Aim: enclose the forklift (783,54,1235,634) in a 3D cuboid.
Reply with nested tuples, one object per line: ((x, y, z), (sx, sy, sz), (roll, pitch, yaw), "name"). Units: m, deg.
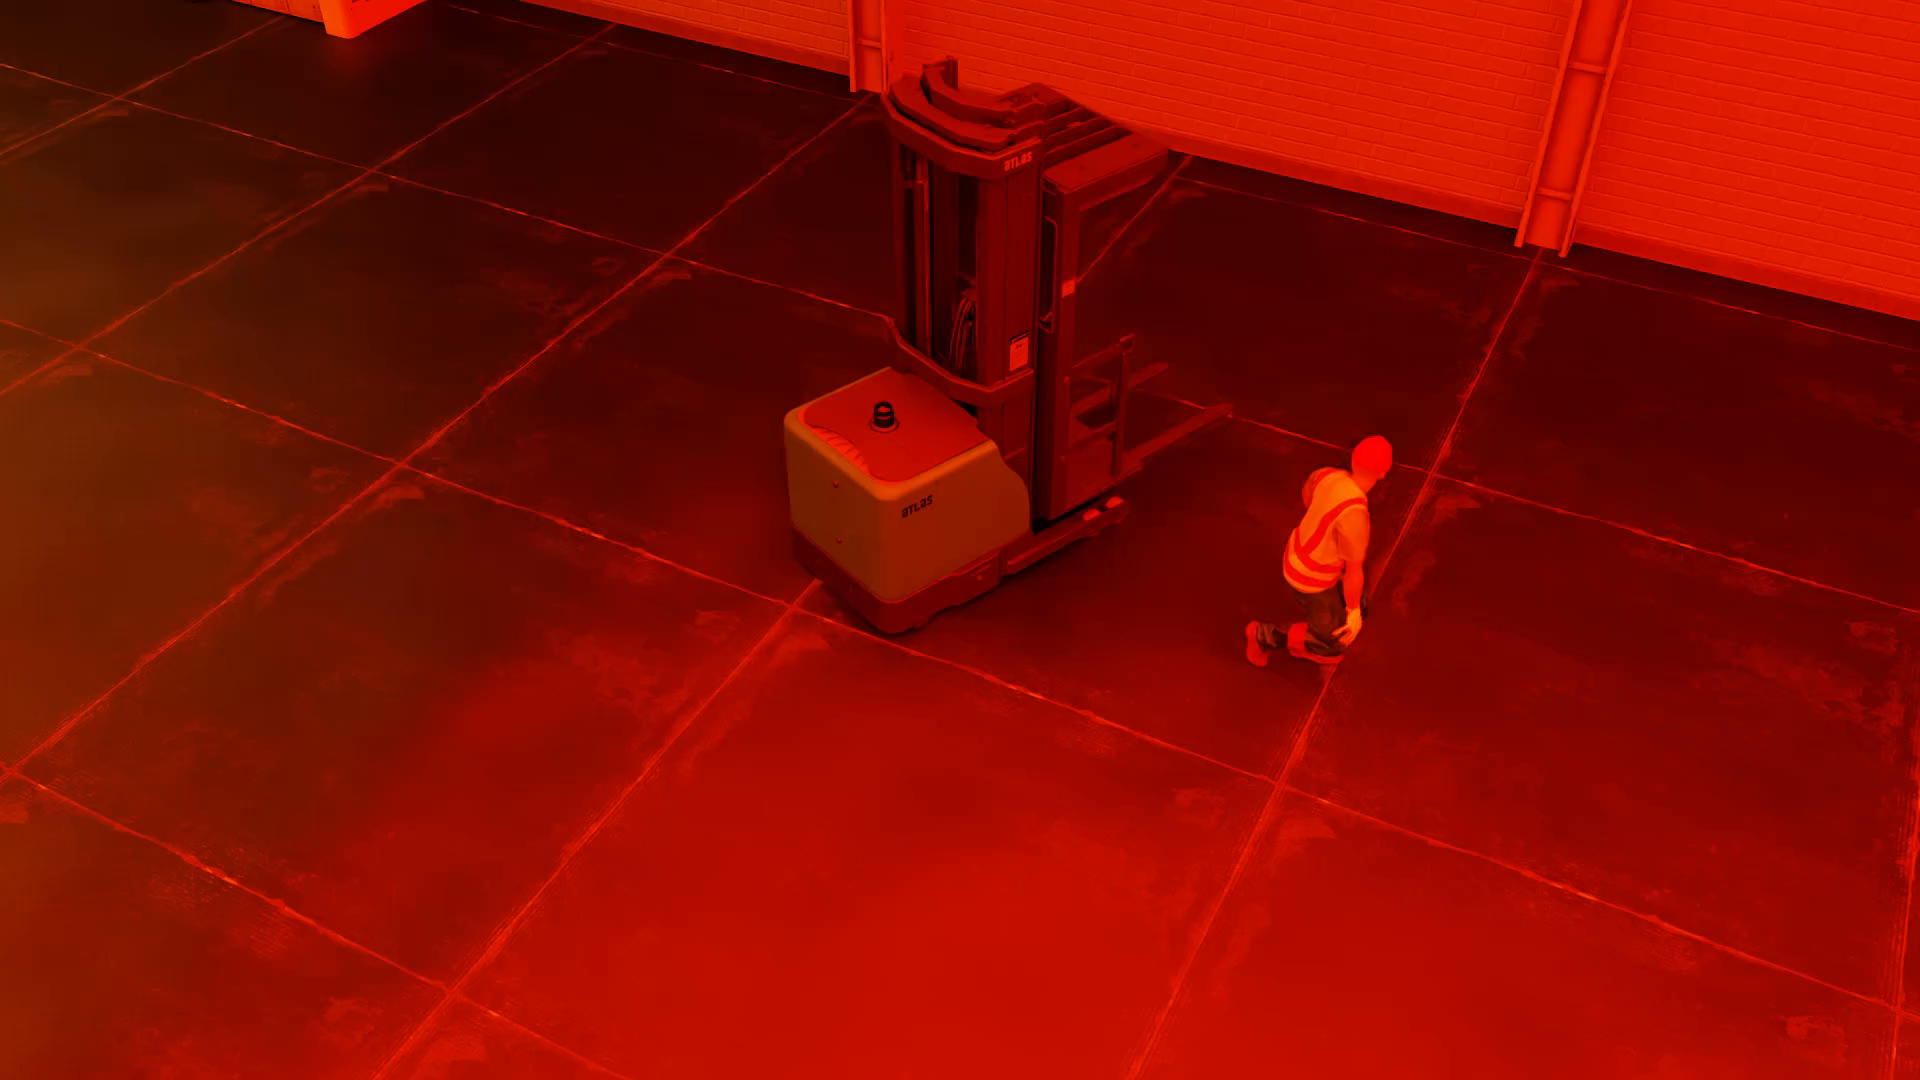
((0.434, -1.382, 9.628), (3.031, 2.935, 1.130), (-28, 48, -29), "forklift")

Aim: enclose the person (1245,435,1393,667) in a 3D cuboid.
((1.924, 0.118, 8.922), (0.657, 1.567, 0.852), (8, 41, 10), "person")
